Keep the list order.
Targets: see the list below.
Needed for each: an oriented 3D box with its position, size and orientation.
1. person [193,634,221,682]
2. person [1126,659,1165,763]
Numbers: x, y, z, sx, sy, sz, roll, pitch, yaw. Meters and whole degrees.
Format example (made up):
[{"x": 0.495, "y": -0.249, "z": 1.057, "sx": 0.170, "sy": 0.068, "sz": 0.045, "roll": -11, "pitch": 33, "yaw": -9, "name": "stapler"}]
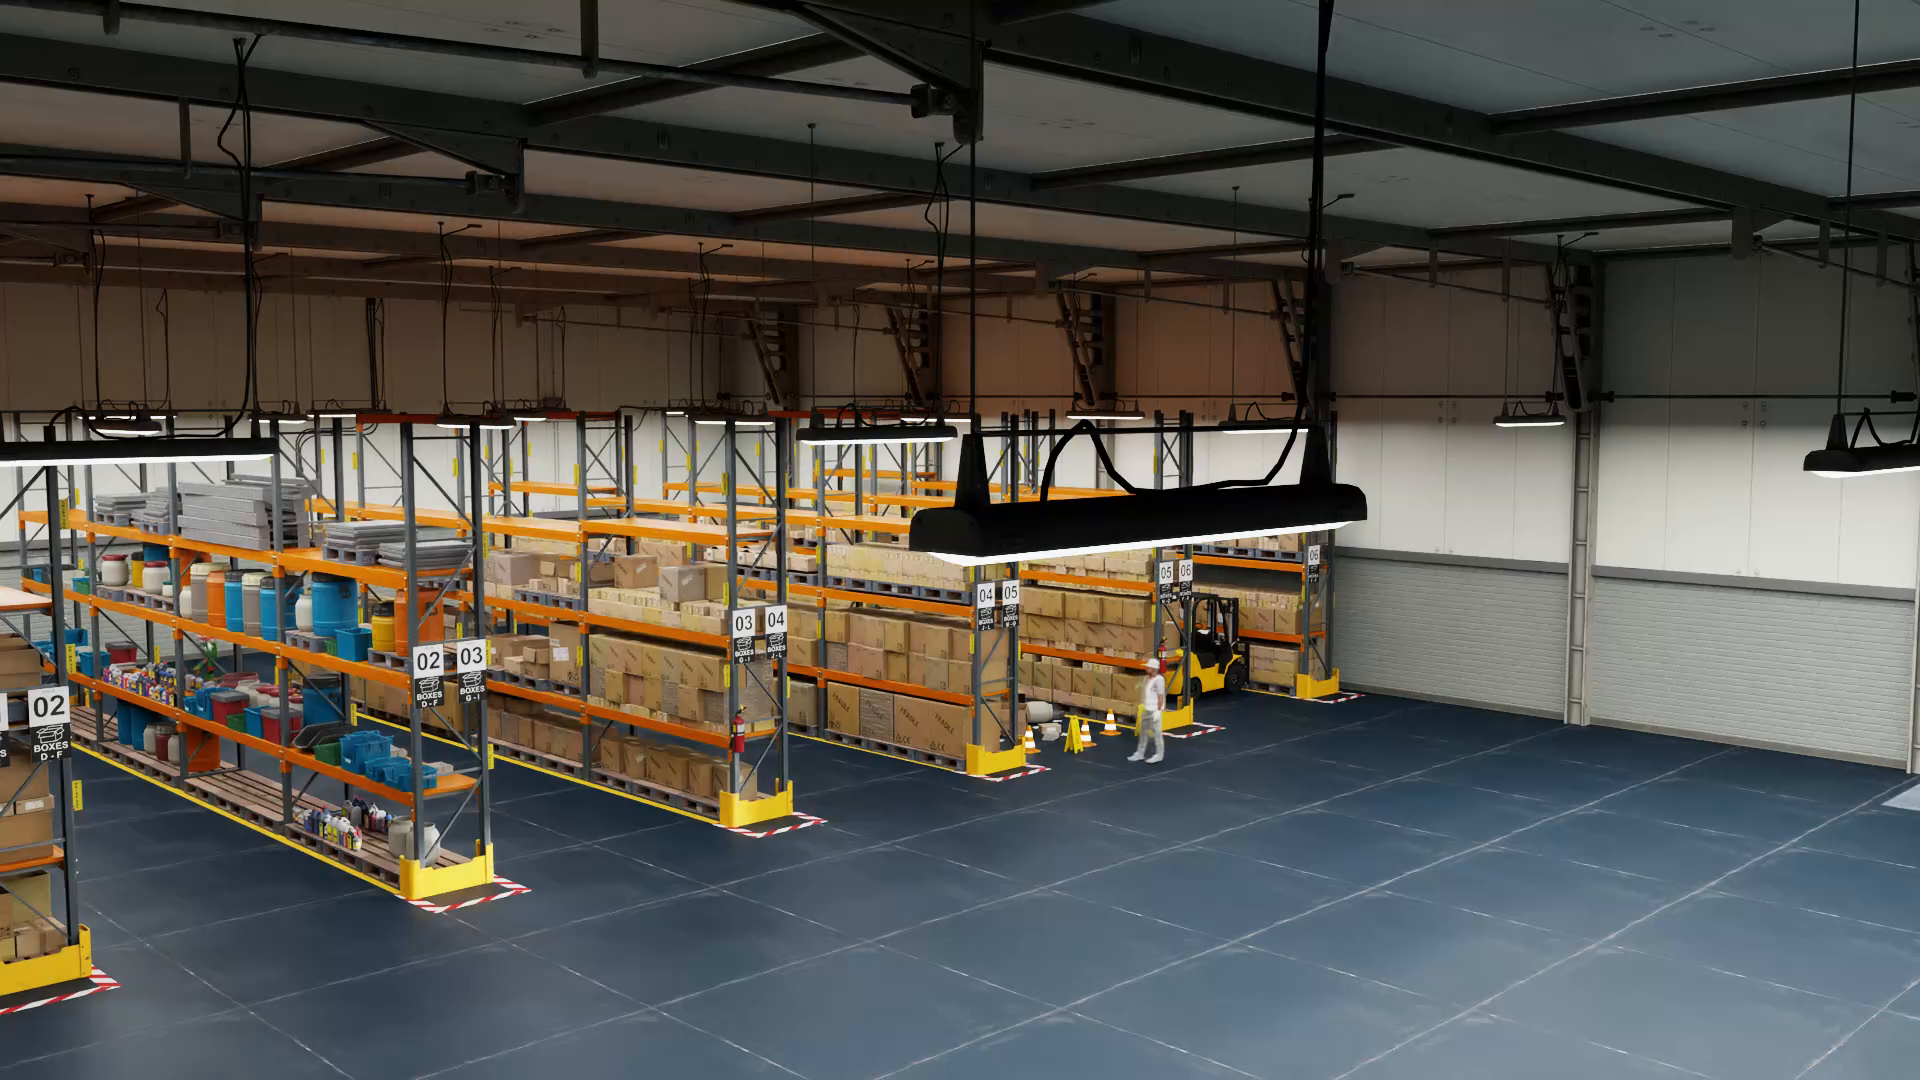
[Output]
[{"x": -16.606, "y": 2.249, "z": 36.642, "sx": 0.535, "sy": 1.773, "sz": 0.600, "roll": -4, "pitch": 6, "yaw": -40, "name": "person"}, {"x": 3.228, "y": 2.944, "z": 28.697, "sx": 0.519, "sy": 1.796, "sz": 0.620, "roll": -3, "pitch": 6, "yaw": -29, "name": "person"}]
